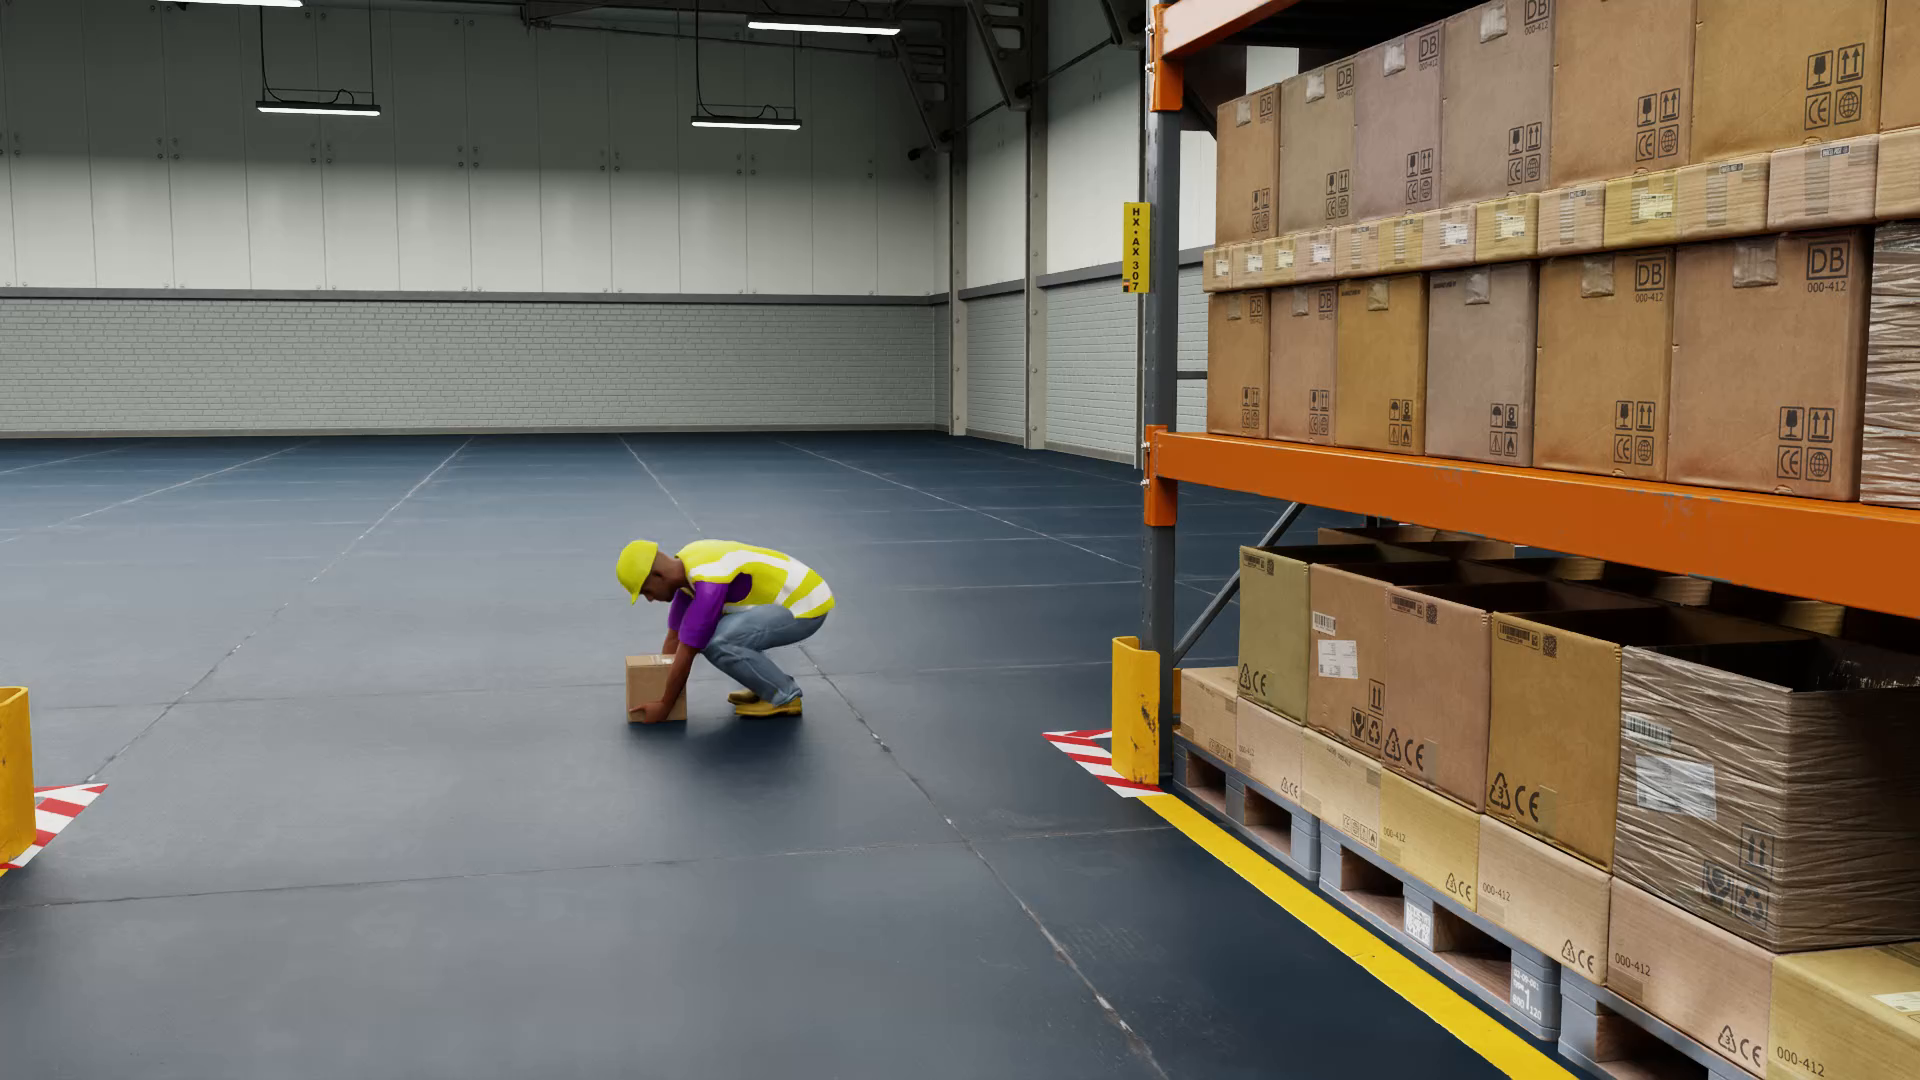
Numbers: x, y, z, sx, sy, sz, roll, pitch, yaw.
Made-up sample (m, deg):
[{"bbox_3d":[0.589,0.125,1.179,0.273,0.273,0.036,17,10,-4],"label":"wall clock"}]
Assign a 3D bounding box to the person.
[{"bbox_3d":[-1.034,0.399,7.383,0.955,0.827,0.529,-2,6,-15],"label":"person"}]
